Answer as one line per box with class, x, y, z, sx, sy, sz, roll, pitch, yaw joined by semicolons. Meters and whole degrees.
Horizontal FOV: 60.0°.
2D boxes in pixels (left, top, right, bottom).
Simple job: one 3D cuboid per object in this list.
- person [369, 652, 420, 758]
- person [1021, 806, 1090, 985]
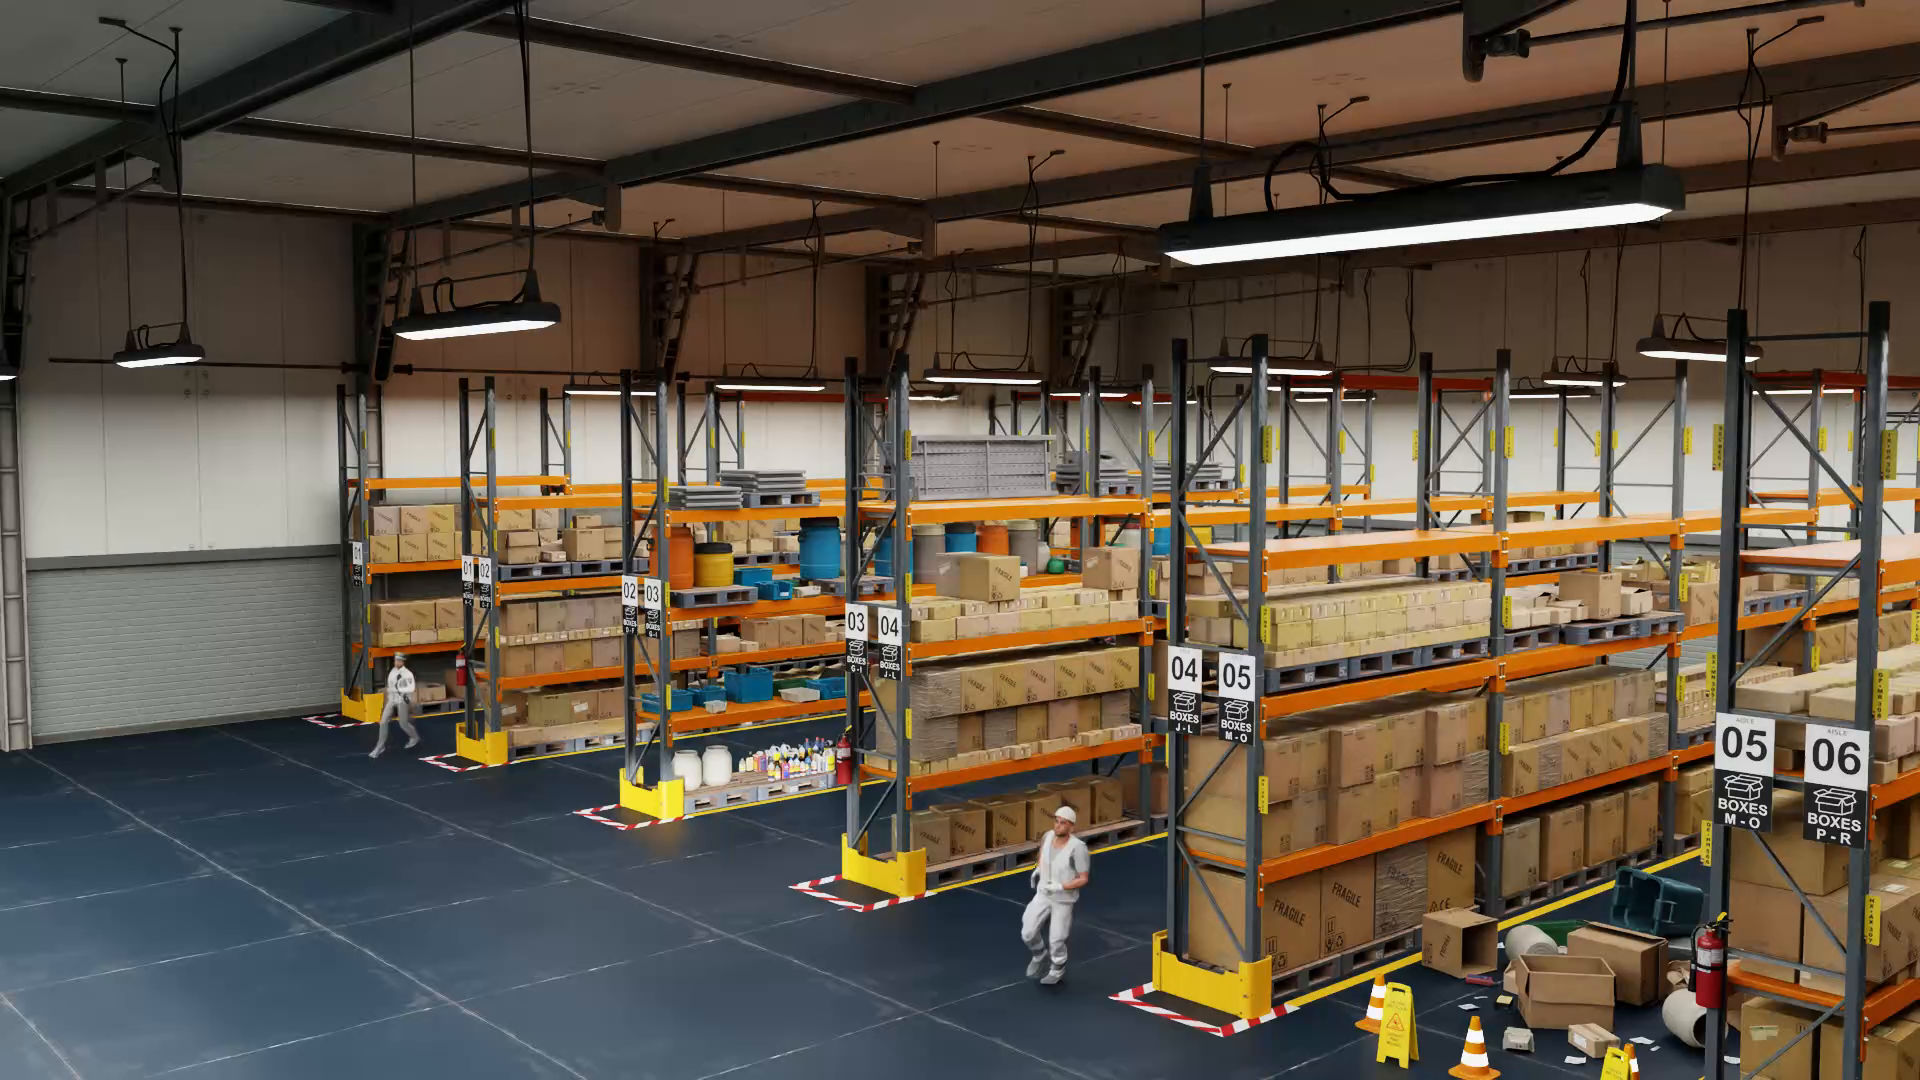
person;-8.887;2.597;26.492;0.634;1.684;0.898;2;4;29
person;0.889;3.296;15.301;0.709;1.730;0.593;2;4;33
